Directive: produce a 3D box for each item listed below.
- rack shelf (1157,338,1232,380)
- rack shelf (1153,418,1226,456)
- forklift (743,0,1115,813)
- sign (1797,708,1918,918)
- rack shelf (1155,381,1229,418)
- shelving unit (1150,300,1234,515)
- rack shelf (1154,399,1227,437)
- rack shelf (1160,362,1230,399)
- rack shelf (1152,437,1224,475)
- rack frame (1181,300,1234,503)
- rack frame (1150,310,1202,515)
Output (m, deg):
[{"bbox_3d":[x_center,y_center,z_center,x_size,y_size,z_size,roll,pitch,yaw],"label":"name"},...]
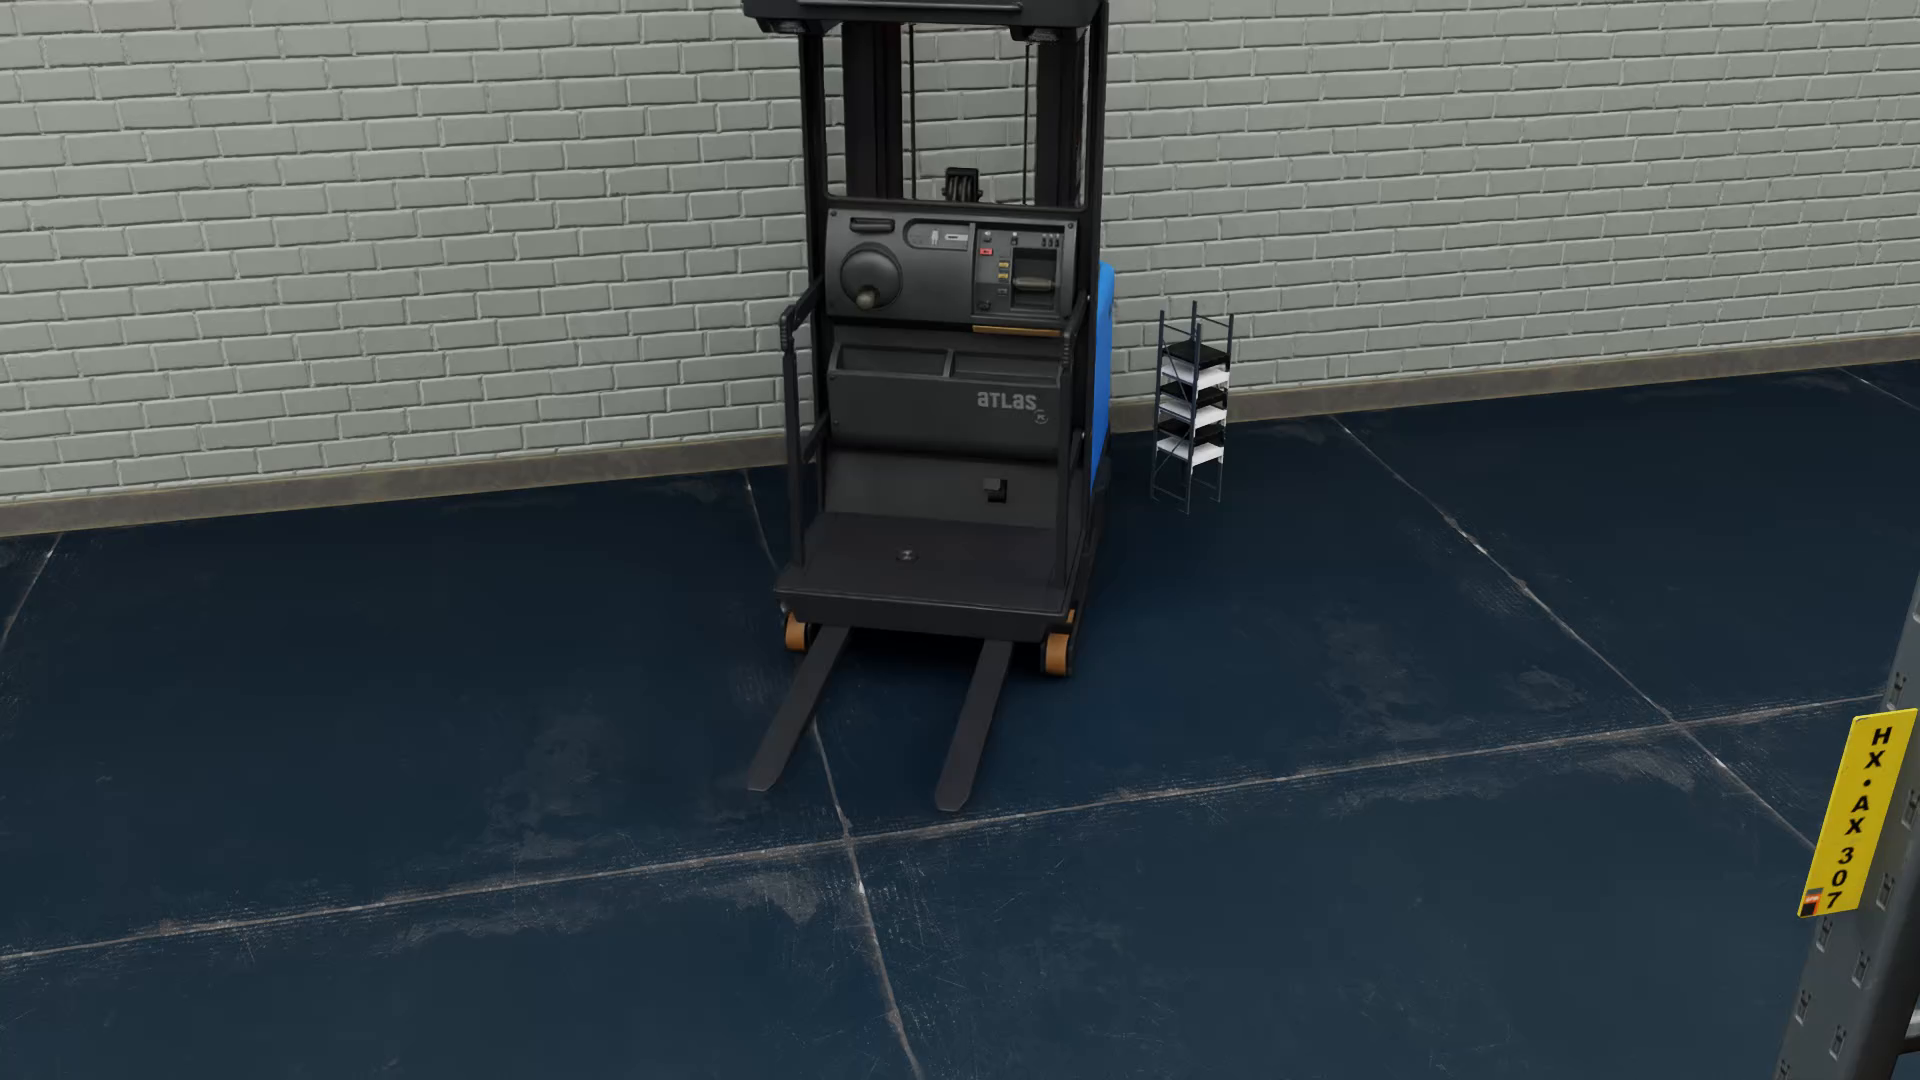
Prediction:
[{"bbox_3d":[1.028,-0.798,7.306,0.200,0.077,0.258,-20,33,-34],"label":"rack shelf"},{"bbox_3d":[1.028,-0.476,7.468,0.200,0.077,0.258,-20,33,-34],"label":"rack shelf"},{"bbox_3d":[-0.073,-0.973,5.925,1.130,2.935,3.031,5,27,9],"label":"forklift"},{"bbox_3d":[1.203,0.370,2.228,0.100,0.325,0.005,-6,27,-12],"label":"sign"},{"bbox_3d":[1.028,-0.637,7.387,0.200,0.077,0.258,-20,33,-34],"label":"rack shelf"},{"bbox_3d":[1.028,-0.586,7.413,0.210,0.900,0.258,-20,33,-34],"label":"shelving unit"},{"bbox_3d":[1.028,-0.556,7.428,0.200,0.077,0.258,-20,33,-34],"label":"rack shelf"},{"bbox_3d":[1.028,-0.717,7.347,0.200,0.077,0.258,-20,33,-34],"label":"rack shelf"},{"bbox_3d":[1.028,-0.396,7.509,0.200,0.077,0.258,-20,33,-34],"label":"rack shelf"},{"bbox_3d":[1.107,-0.615,7.470,0.006,0.900,0.240,-20,33,-34],"label":"rack frame"},{"bbox_3d":[0.949,-0.557,7.355,0.006,0.900,0.240,-20,33,-34],"label":"rack frame"}]
